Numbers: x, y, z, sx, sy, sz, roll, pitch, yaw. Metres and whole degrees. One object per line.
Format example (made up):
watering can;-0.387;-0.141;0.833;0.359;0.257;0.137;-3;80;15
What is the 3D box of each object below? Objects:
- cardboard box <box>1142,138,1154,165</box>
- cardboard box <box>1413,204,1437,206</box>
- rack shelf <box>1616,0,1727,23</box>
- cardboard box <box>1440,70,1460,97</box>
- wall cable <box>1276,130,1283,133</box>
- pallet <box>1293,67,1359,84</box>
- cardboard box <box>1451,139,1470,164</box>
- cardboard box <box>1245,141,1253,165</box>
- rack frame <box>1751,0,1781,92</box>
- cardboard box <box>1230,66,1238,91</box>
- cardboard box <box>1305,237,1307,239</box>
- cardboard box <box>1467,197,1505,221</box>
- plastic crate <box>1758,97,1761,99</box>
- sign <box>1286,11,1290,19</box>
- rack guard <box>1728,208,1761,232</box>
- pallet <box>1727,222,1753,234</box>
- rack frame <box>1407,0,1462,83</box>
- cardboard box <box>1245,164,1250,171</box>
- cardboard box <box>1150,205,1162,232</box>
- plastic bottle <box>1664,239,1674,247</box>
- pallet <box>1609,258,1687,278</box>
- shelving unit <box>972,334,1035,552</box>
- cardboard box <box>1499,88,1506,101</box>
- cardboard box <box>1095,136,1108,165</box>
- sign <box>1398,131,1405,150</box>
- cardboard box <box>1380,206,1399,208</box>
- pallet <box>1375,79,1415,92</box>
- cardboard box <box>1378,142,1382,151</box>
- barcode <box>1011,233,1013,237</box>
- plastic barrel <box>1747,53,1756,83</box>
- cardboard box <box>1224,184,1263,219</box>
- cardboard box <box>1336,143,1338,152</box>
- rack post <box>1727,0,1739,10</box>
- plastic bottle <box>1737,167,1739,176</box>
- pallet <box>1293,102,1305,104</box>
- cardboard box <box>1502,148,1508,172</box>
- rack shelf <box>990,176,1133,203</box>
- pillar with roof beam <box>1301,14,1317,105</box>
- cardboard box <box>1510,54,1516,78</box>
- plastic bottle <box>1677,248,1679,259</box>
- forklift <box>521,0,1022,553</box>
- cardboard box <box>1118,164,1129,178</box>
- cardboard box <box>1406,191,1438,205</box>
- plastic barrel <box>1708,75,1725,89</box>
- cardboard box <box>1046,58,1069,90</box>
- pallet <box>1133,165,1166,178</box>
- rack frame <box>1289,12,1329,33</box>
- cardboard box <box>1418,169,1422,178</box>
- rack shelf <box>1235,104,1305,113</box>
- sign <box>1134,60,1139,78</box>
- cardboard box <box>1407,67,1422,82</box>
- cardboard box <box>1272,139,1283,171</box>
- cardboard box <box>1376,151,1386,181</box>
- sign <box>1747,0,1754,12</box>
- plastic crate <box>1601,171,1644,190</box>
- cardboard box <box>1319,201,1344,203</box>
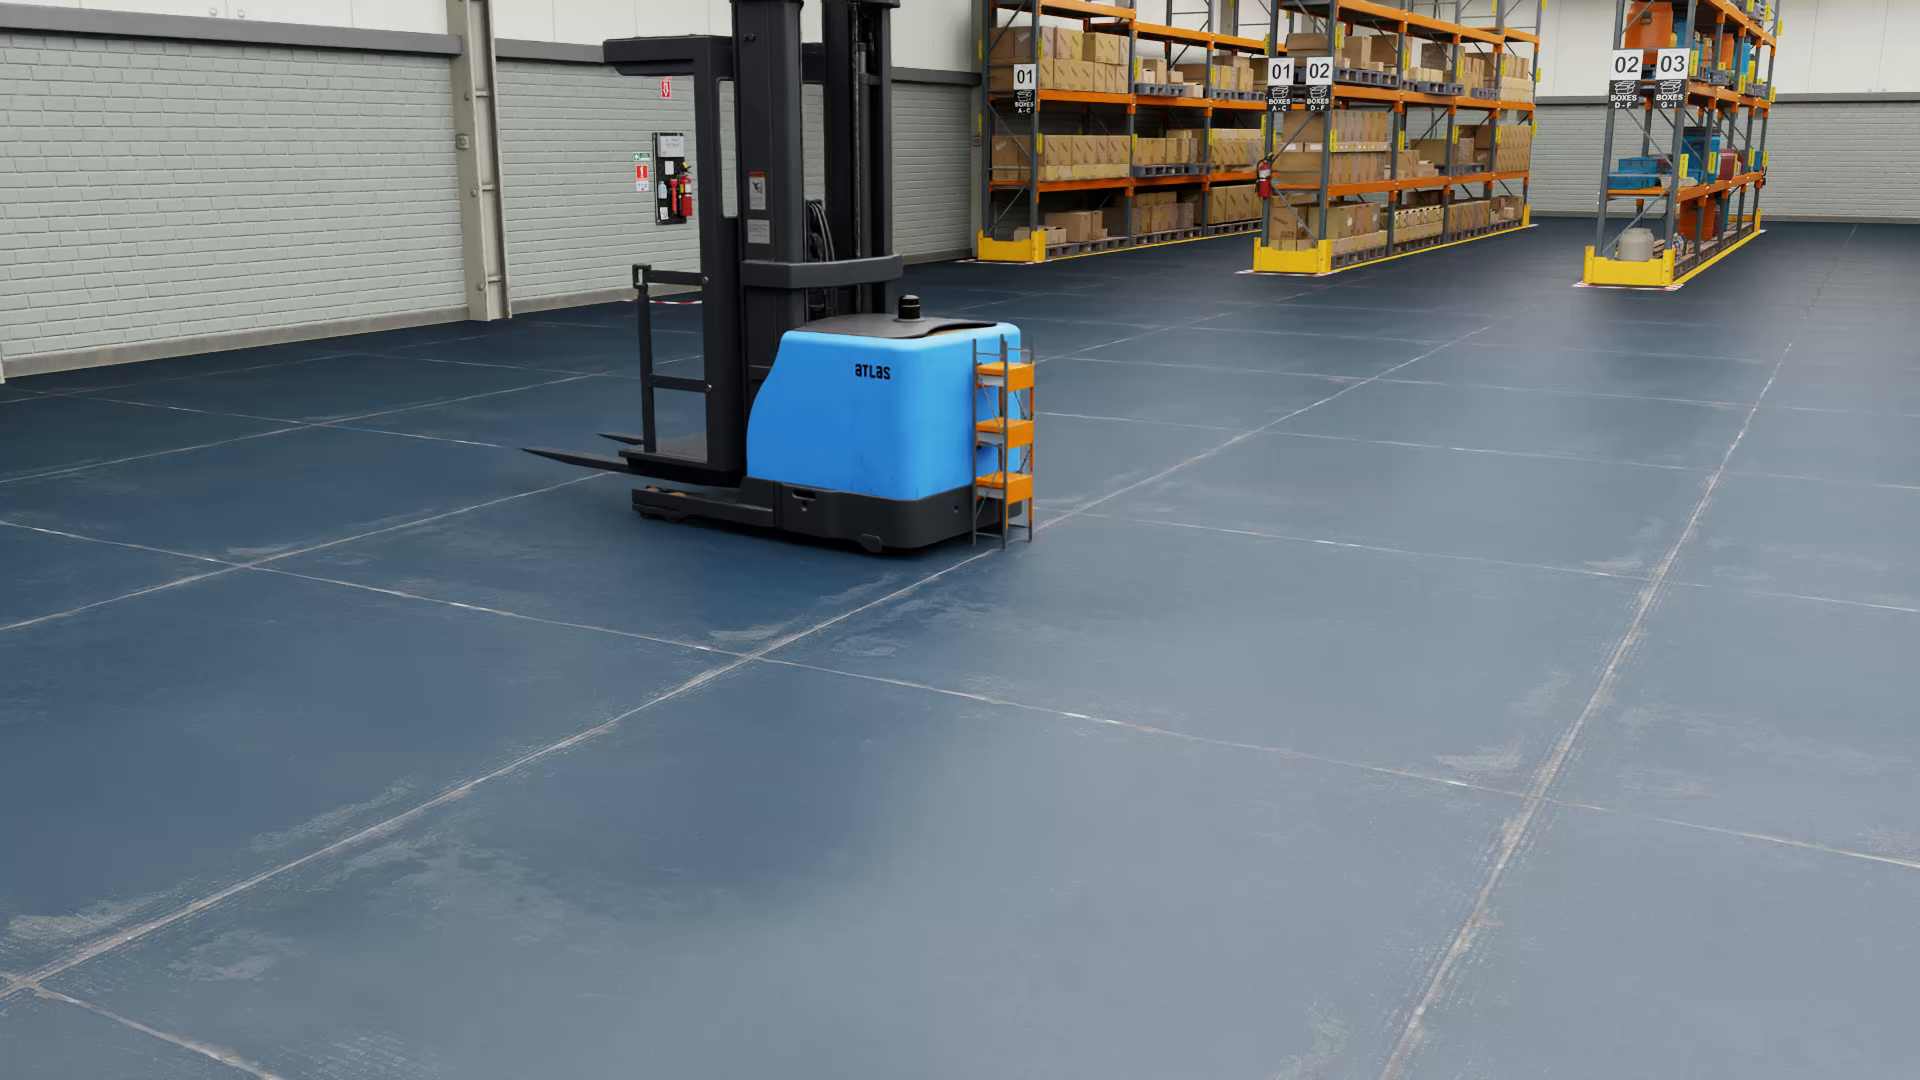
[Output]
cardboard box;3.322;-7.511;32.136;0.700;0.500;0.500;9;16;34
cardboard box;9.288;-6.511;33.537;0.500;0.500;0.500;8;16;30
rack shelf;10.475;-7.874;24.381;1.077;0.370;4.000;7;15;28
cardboard box;9.223;-8.894;32.413;0.910;0.500;0.500;7;15;28
wall cable;8.361;-10.360;42.938;0.084;1.984;1.851;7;15;28
pallet;5.538;-7.210;25.830;1.003;0.211;1.213;7;15;28
cardboard box;9.856;-7.855;33.606;0.700;0.500;0.500;11;17;38
cardboard box;6.146;-8.547;36.696;0.500;0.500;0.500;7;15;28
rack frame;17.243;-11.290;36.163;1.000;3.000;0.127;7;15;28
cardboard box;5.604;-10.011;36.106;0.700;0.500;0.500;7;15;28
cardboard box;5.406;-4.768;26.881;0.500;0.250;0.500;7;15;28
cardboard box;11.878;-7.501;37.636;0.797;0.503;0.637;7;15;28
plastic crate;16.461;-9.252;34.671;0.437;0.136;0.530;7;15;28
sign;8.087;-13.008;40.957;0.100;0.325;0.005;7;15;28
rack guard;17.243;-7.165;37.186;1.175;0.500;0.348;7;15;28
pallet;16.810;-6.853;36.510;1.003;0.211;1.213;7;15;28
rack frame;9.041;-10.211;31.686;1.000;3.000;0.127;7;15;28
cardboard box;6.202;-8.256;36.870;0.380;0.149;0.250;7;15;28
cardboard box;3.598;-6.397;33.065;0.700;0.500;0.500;8;15;29
plastic bottle;11.148;-4.609;26.124;0.152;0.276;0.135;7;15;28
pallet;10.492;-4.172;25.387;1.003;0.211;1.213;7;15;28
shelving unit;0.217;-0.489;8.322;0.215;1.050;0.252;9;16;33
cardboard box;11.426;-9.572;35.757;0.500;0.250;0.500;7;15;28
cardboard box;2.322;-6.998;29.839;0.500;0.500;0.500;7;15;26
sign;7.594;-6.870;28.615;0.100;0.325;0.005;7;15;28
cardboard box;8.036;-6.147;31.405;0.500;0.311;0.500;7;15;27
pallet;7.522;-8.021;29.413;0.805;0.209;1.217;7;15;26
cardboard box;6.918;-6.653;28.132;0.380;0.149;0.250;7;15;26
barcode;0.907;-5.305;28.919;0.001;0.075;0.075;7;15;28
plastic barrel;15.046;-9.097;32.168;0.600;0.588;0.600;0;14;0
cardboard box;6.436;-7.686;37.707;0.750;0.750;0.750;8;15;29
cardboard box;5.677;-6.127;25.952;0.380;0.149;0.250;7;15;27
rack post;12.318;-9.339;27.644;1.013;1.000;3.121;7;15;28
plastic bottle;15.225;-7.300;32.679;0.152;0.276;0.135;7;15;28
pallet;8.221;-10.758;40.545;1.003;0.211;1.213;7;15;28
cardboard box;11.704;-8.343;36.525;0.500;0.500;0.500;8;16;29
rack shelf;1.802;-6.274;29.693;1.077;0.370;4.000;7;15;28
pillar with roof beam;12.887;-12.577;41.500;9.100;9.000;0.400;7;15;28
cardboard box;11.779;-10.402;36.532;0.700;0.500;0.500;7;15;28
plastic bottle;10.919;-4.392;25.384;0.097;0.201;0.097;0;14;0
forklift;-1.168;-1.608;8.950;3.031;2.935;1.130;9;16;34
cardboard box;2.806;-6.839;30.780;0.500;0.250;0.500;7;15;28
cardboard box;9.311;-6.888;33.499;0.500;0.250;0.500;8;16;30
plastic barrel;12.965;-7.836;28.531;0.301;0.262;0.301;0;14;0
cardboard box;1.507;-7.876;28.148;0.500;0.500;0.500;9;16;32
pallet;3.266;-7.081;31.915;1.003;0.211;1.213;7;15;28
rack frame;8.570;-12.412;40.819;1.000;3.000;0.127;7;15;28
cardboard box;8.474;-6.904;31.307;0.380;0.149;0.250;9;16;32
rack shelf;7.603;-10.194;39.553;1.077;0.370;4.000;7;15;28
sign;3.248;-8.684;30.650;0.100;0.325;0.005;7;15;28
cardboard box;8.085;-8.448;30.201;0.500;0.250;0.500;6;15;23
cardboard box;6.913;-8.931;38.537;0.980;0.700;0.700;8;16;29
cardboard box;6.898;-6.430;28.593;0.700;0.500;0.500;7;15;27
sign;13.860;-9.431;29.141;0.100;0.325;0.005;7;15;28
plastic crate;9.488;-5.155;23.834;0.499;0.251;0.616;7;15;28
cardboard box;6.374;-5.542;28.494;0.500;0.500;0.500;7;15;28
